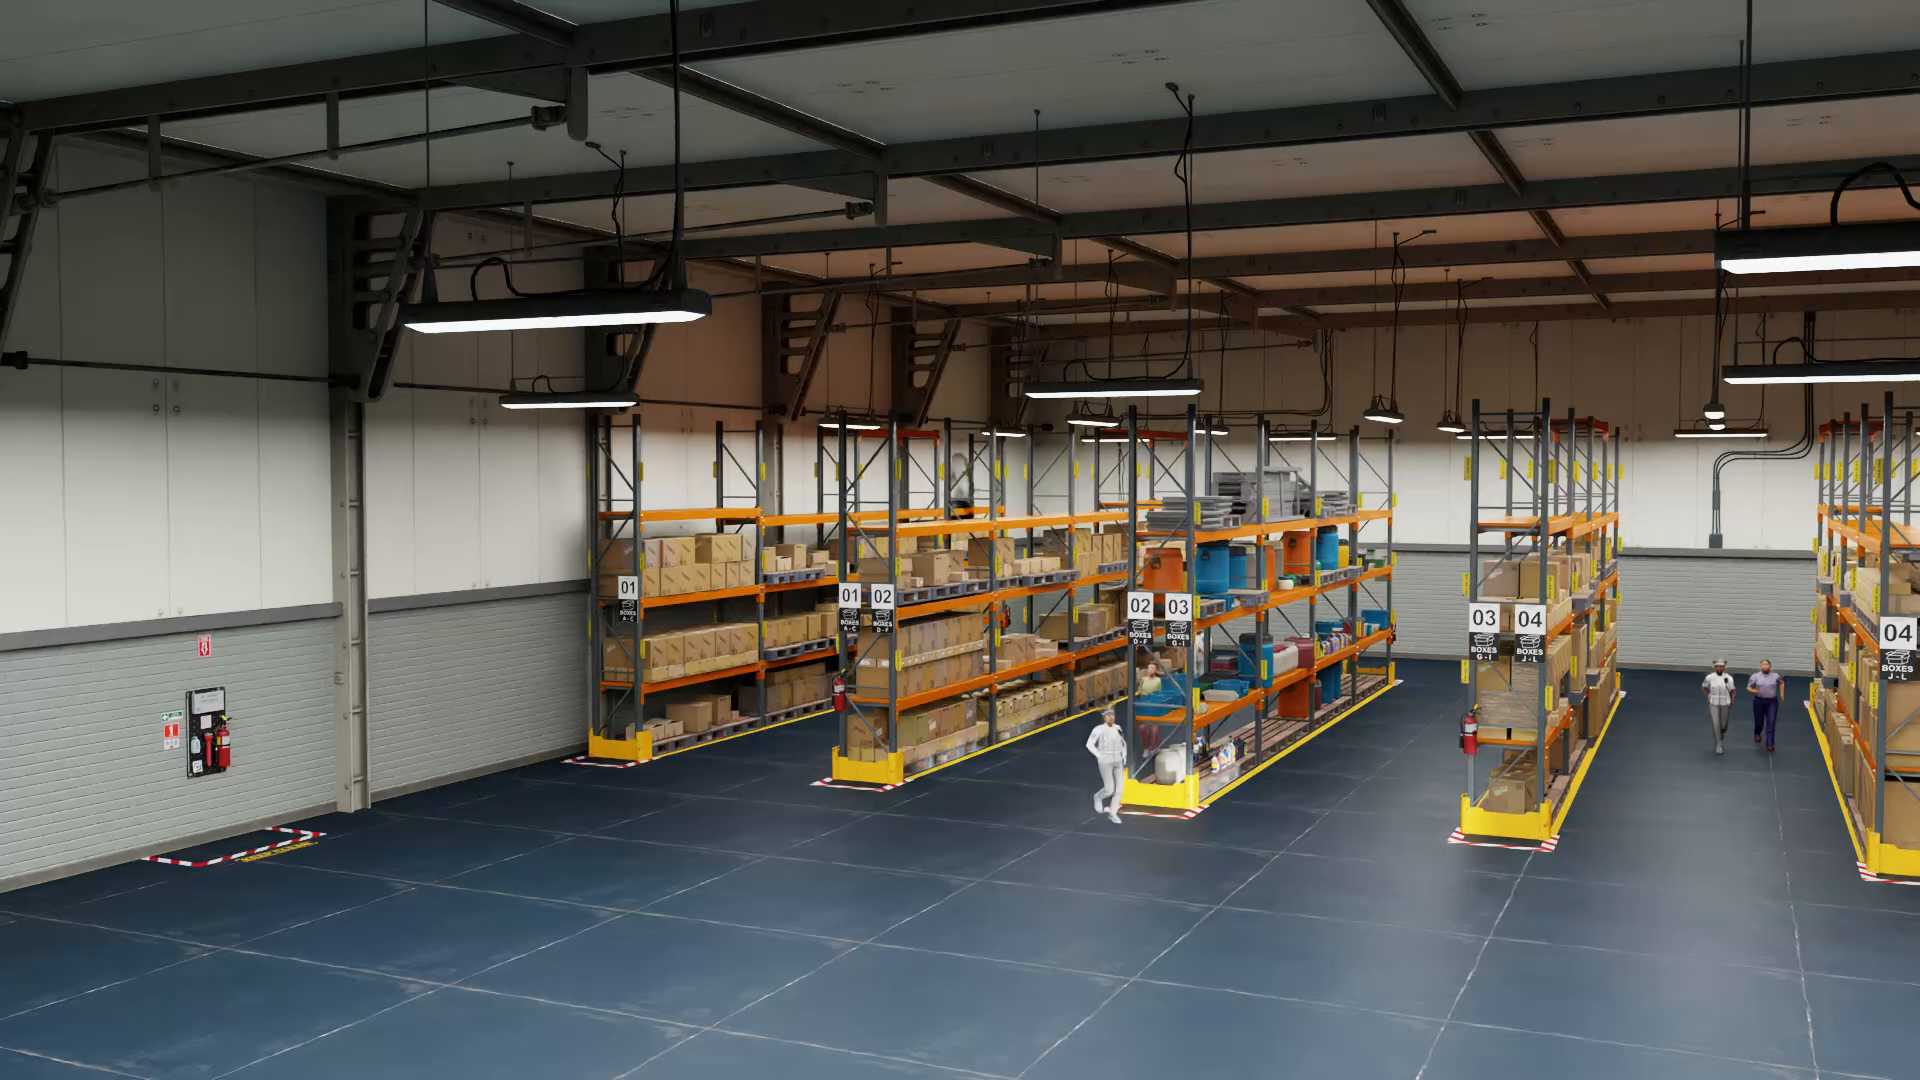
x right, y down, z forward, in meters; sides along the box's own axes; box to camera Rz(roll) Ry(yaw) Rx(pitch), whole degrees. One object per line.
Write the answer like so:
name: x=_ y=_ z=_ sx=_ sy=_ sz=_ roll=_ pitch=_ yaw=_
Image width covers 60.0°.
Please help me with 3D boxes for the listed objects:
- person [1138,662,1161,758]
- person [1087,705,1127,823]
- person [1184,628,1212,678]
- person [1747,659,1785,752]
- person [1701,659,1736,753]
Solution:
person: x=3.331 y=2.976 z=29.071 sx=0.559 sy=1.692 sz=0.592 roll=1 pitch=3 yaw=23
person: x=2.130 y=3.201 z=23.894 sx=0.631 sy=1.673 sz=0.570 roll=-1 pitch=3 yaw=-23
person: x=5.178 y=2.636 z=36.256 sx=0.639 sy=1.789 sz=0.695 roll=0 pitch=2 yaw=11
person: x=14.444 y=2.936 z=29.798 sx=0.619 sy=1.583 sz=1.044 roll=1 pitch=3 yaw=22
person: x=13.627 y=2.955 z=29.871 sx=0.577 sy=1.677 sz=0.686 roll=1 pitch=3 yaw=21
